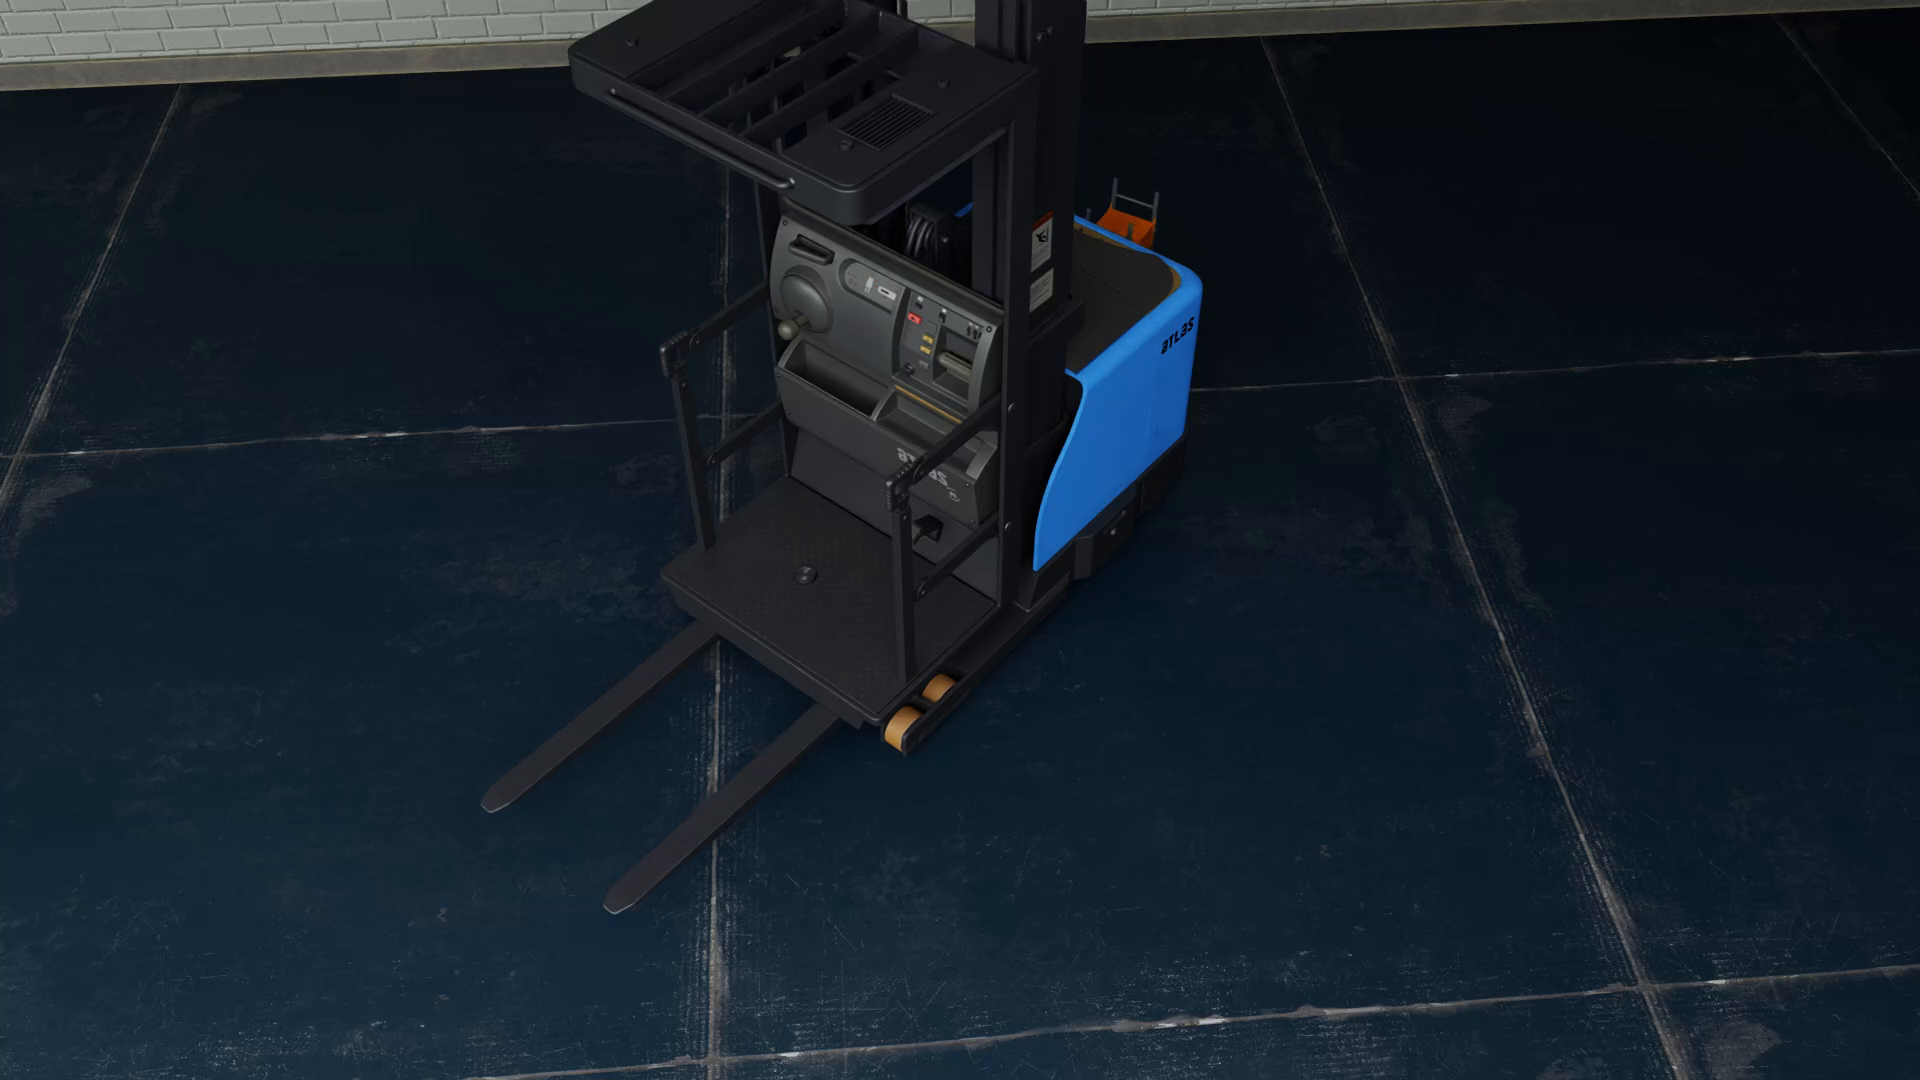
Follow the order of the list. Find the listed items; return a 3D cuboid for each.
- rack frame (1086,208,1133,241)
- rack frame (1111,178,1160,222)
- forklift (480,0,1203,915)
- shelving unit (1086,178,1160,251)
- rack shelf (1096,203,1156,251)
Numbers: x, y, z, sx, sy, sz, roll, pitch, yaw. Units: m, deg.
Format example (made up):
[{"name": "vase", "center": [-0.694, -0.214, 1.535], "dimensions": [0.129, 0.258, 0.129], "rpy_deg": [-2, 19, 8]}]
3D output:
[{"name": "rack frame", "center": [0.573, -0.904, 6.877], "dimensions": [0.200, 1.050, 0.008], "rpy_deg": [23, 50, 19]}, {"name": "rack frame", "center": [0.693, -1.057, 7.024], "dimensions": [0.200, 1.050, 0.008], "rpy_deg": [23, 50, 19]}, {"name": "forklift", "center": [-0.398, -0.658, 5.355], "dimensions": [1.130, 2.935, 3.031], "rpy_deg": [31, 54, 26]}, {"name": "shelving unit", "center": [0.633, -0.980, 6.951], "dimensions": [0.215, 1.050, 0.252], "rpy_deg": [23, 50, 19]}, {"name": "rack shelf", "center": [0.639, -1.167, 6.751], "dimensions": [0.215, 0.259, 0.240], "rpy_deg": [23, 50, 19]}]
